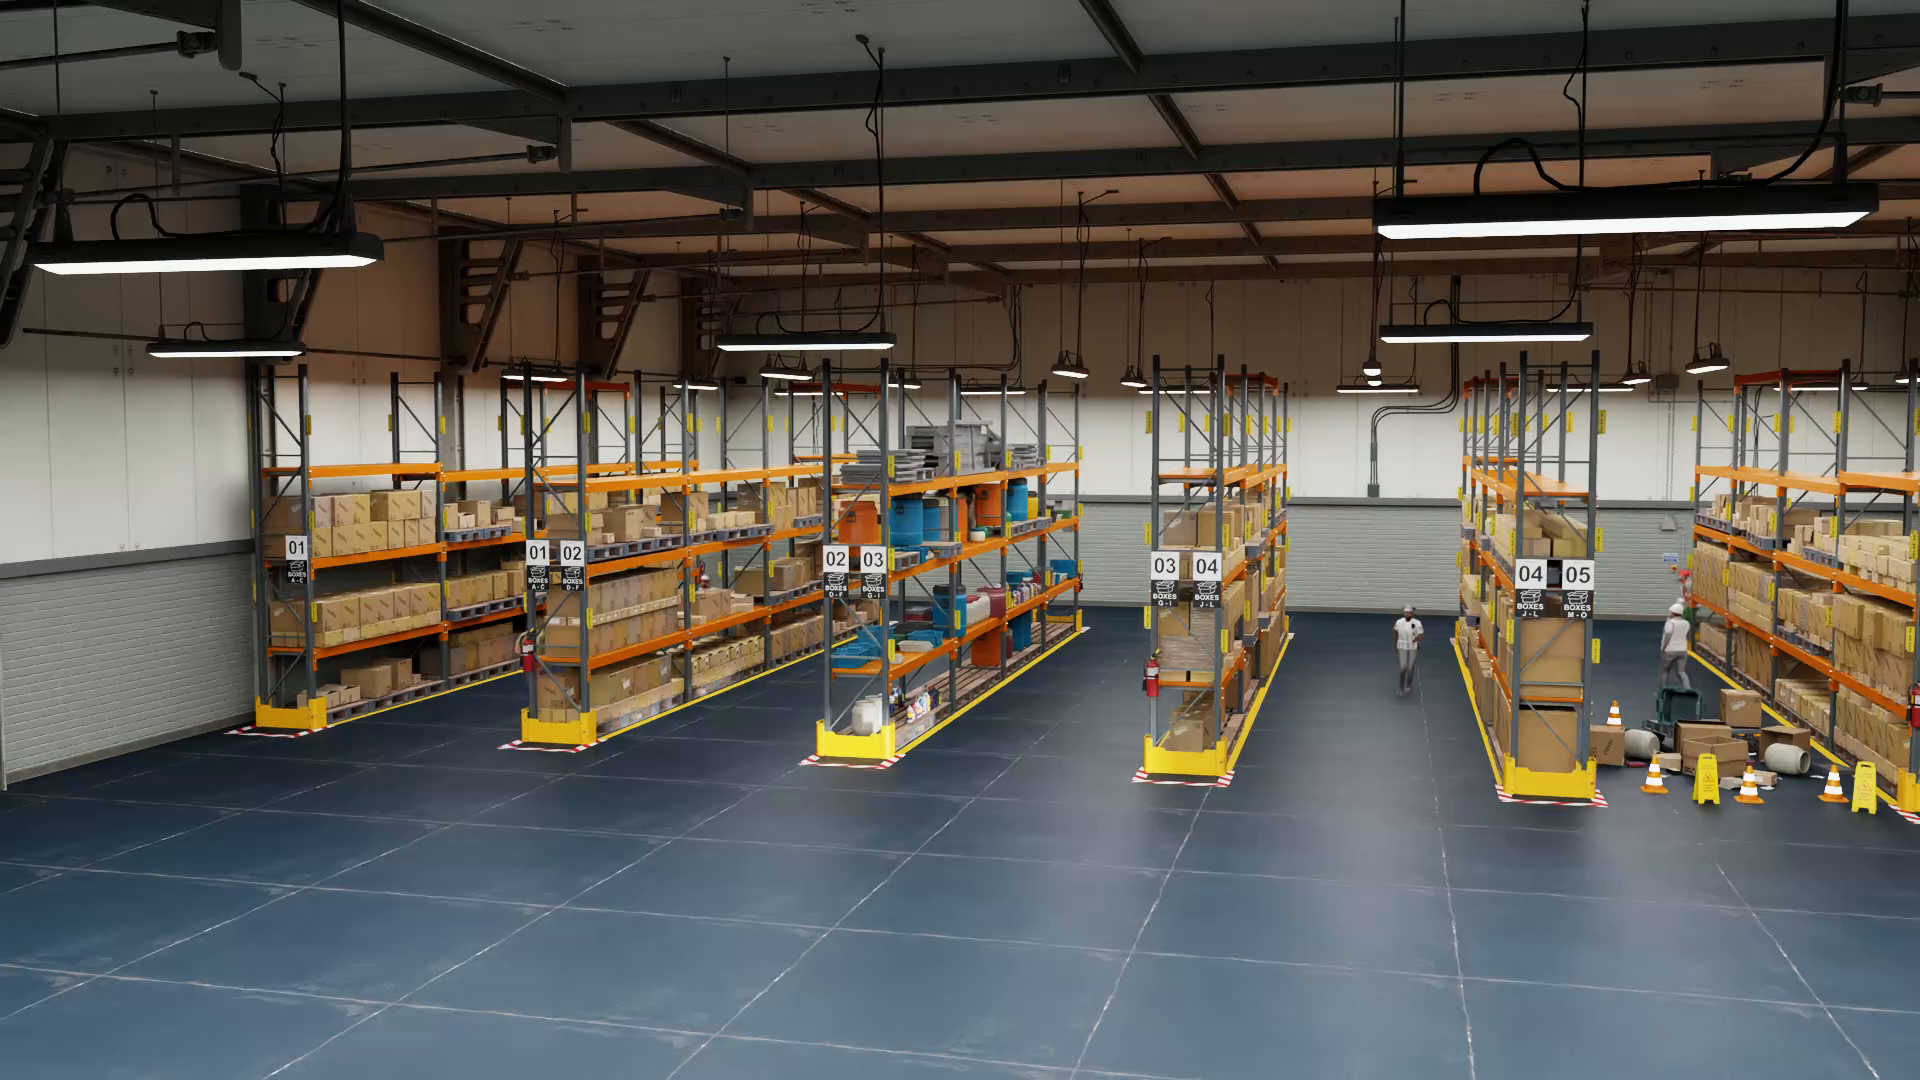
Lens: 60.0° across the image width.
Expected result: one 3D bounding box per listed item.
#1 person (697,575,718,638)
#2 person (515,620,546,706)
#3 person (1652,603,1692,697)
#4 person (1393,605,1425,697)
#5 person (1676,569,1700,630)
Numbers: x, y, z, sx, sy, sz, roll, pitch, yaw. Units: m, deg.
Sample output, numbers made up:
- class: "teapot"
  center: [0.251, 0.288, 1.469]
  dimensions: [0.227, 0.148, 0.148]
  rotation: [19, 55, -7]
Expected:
- class: "person"
  center: [-5.544, 1.630, 36.423]
  dimensions: [0.659, 1.728, 0.644]
  rotation: [1, 4, 17]
- class: "person"
  center: [-7.528, 2.177, 29.279]
  dimensions: [0.572, 1.626, 0.840]
  rotation: [0, 4, -7]
- class: "person"
  center: [12.903, 2.011, 29.958]
  dimensions: [0.640, 1.744, 1.001]
  rotation: [0, 4, -5]
- class: "person"
  center: [8.299, 2.048, 30.729]
  dimensions: [0.554, 1.731, 0.714]
  rotation: [1, 4, 12]
- class: "person"
  center: [16.756, 1.524, 38.074]
  dimensions: [0.711, 1.708, 0.644]
  rotation: [1, 4, 16]
